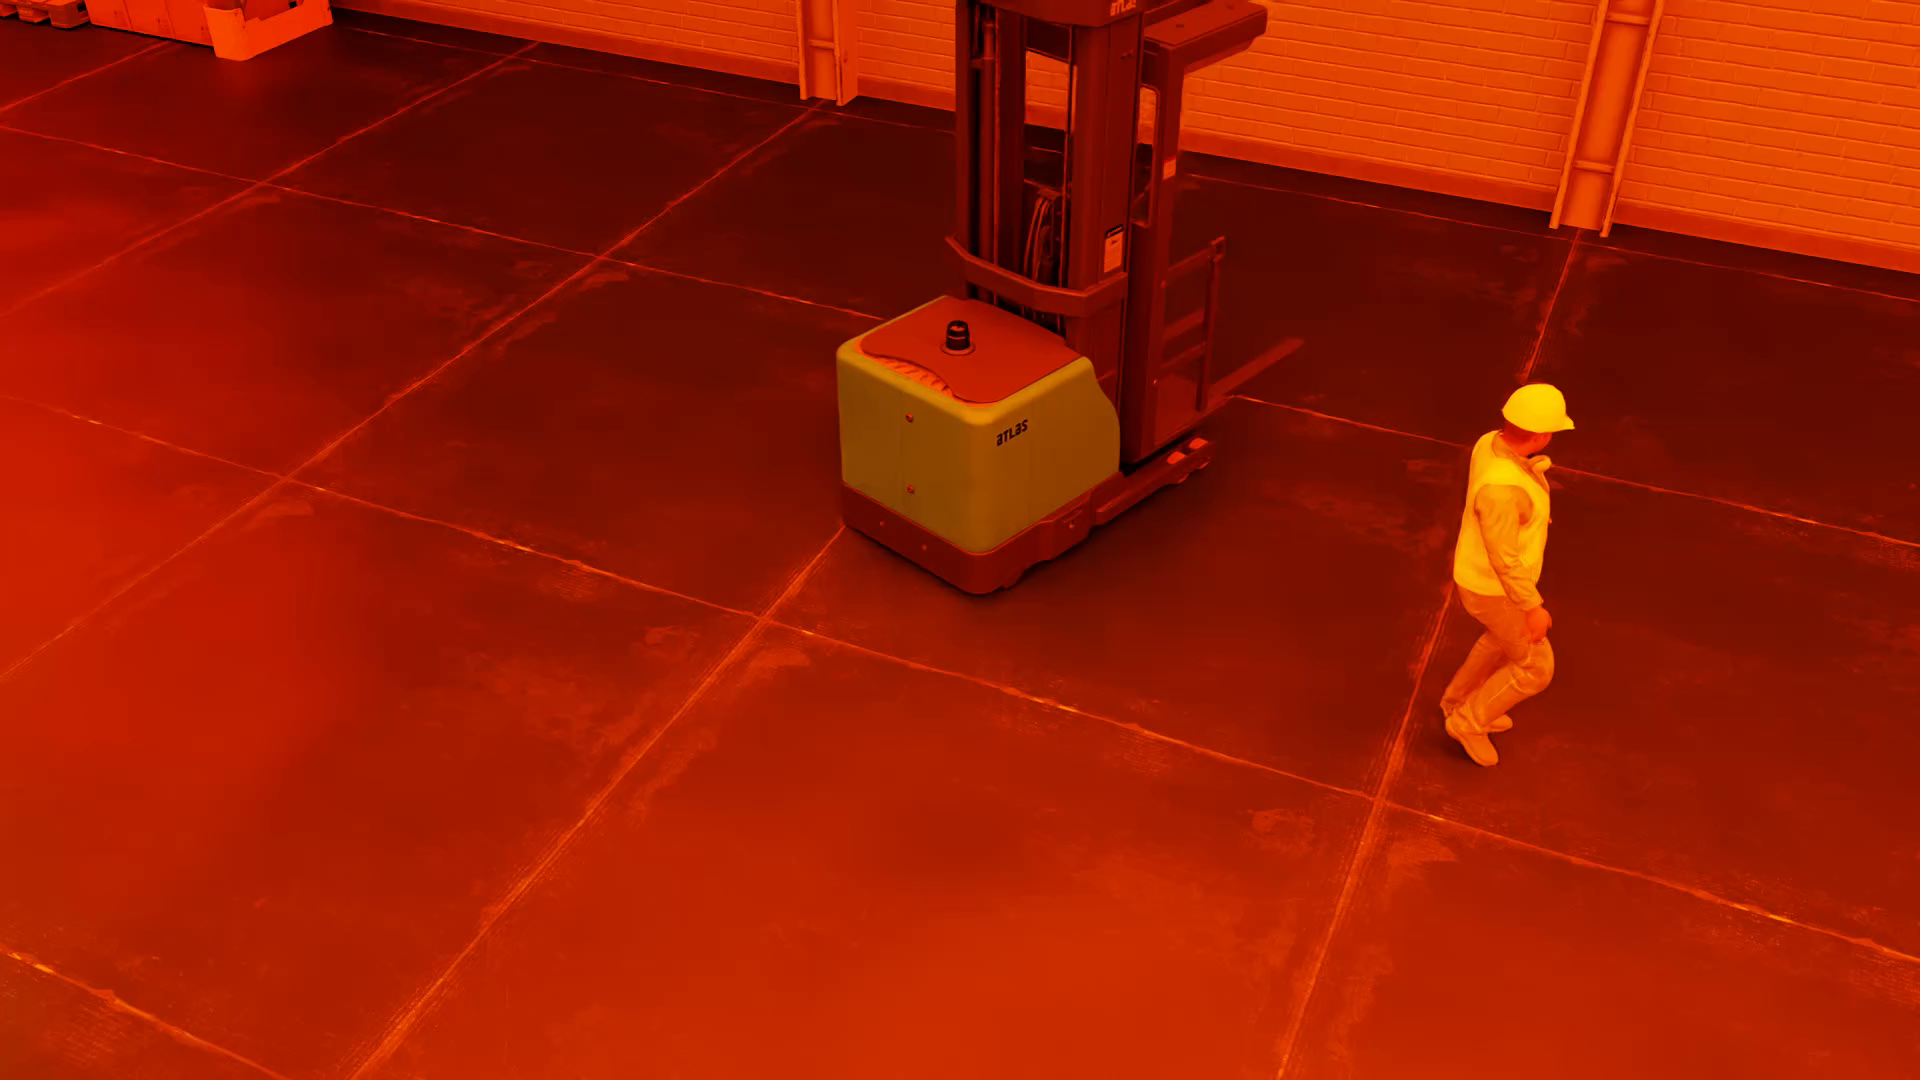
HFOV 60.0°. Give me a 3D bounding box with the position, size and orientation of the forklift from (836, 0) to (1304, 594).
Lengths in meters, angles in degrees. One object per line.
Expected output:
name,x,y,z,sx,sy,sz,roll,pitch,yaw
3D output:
forklift,0.760,-1.689,8.455,1.130,2.935,3.031,29,45,34

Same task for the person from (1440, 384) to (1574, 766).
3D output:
person,2.307,0.123,6.957,0.498,1.767,0.805,12,37,16
